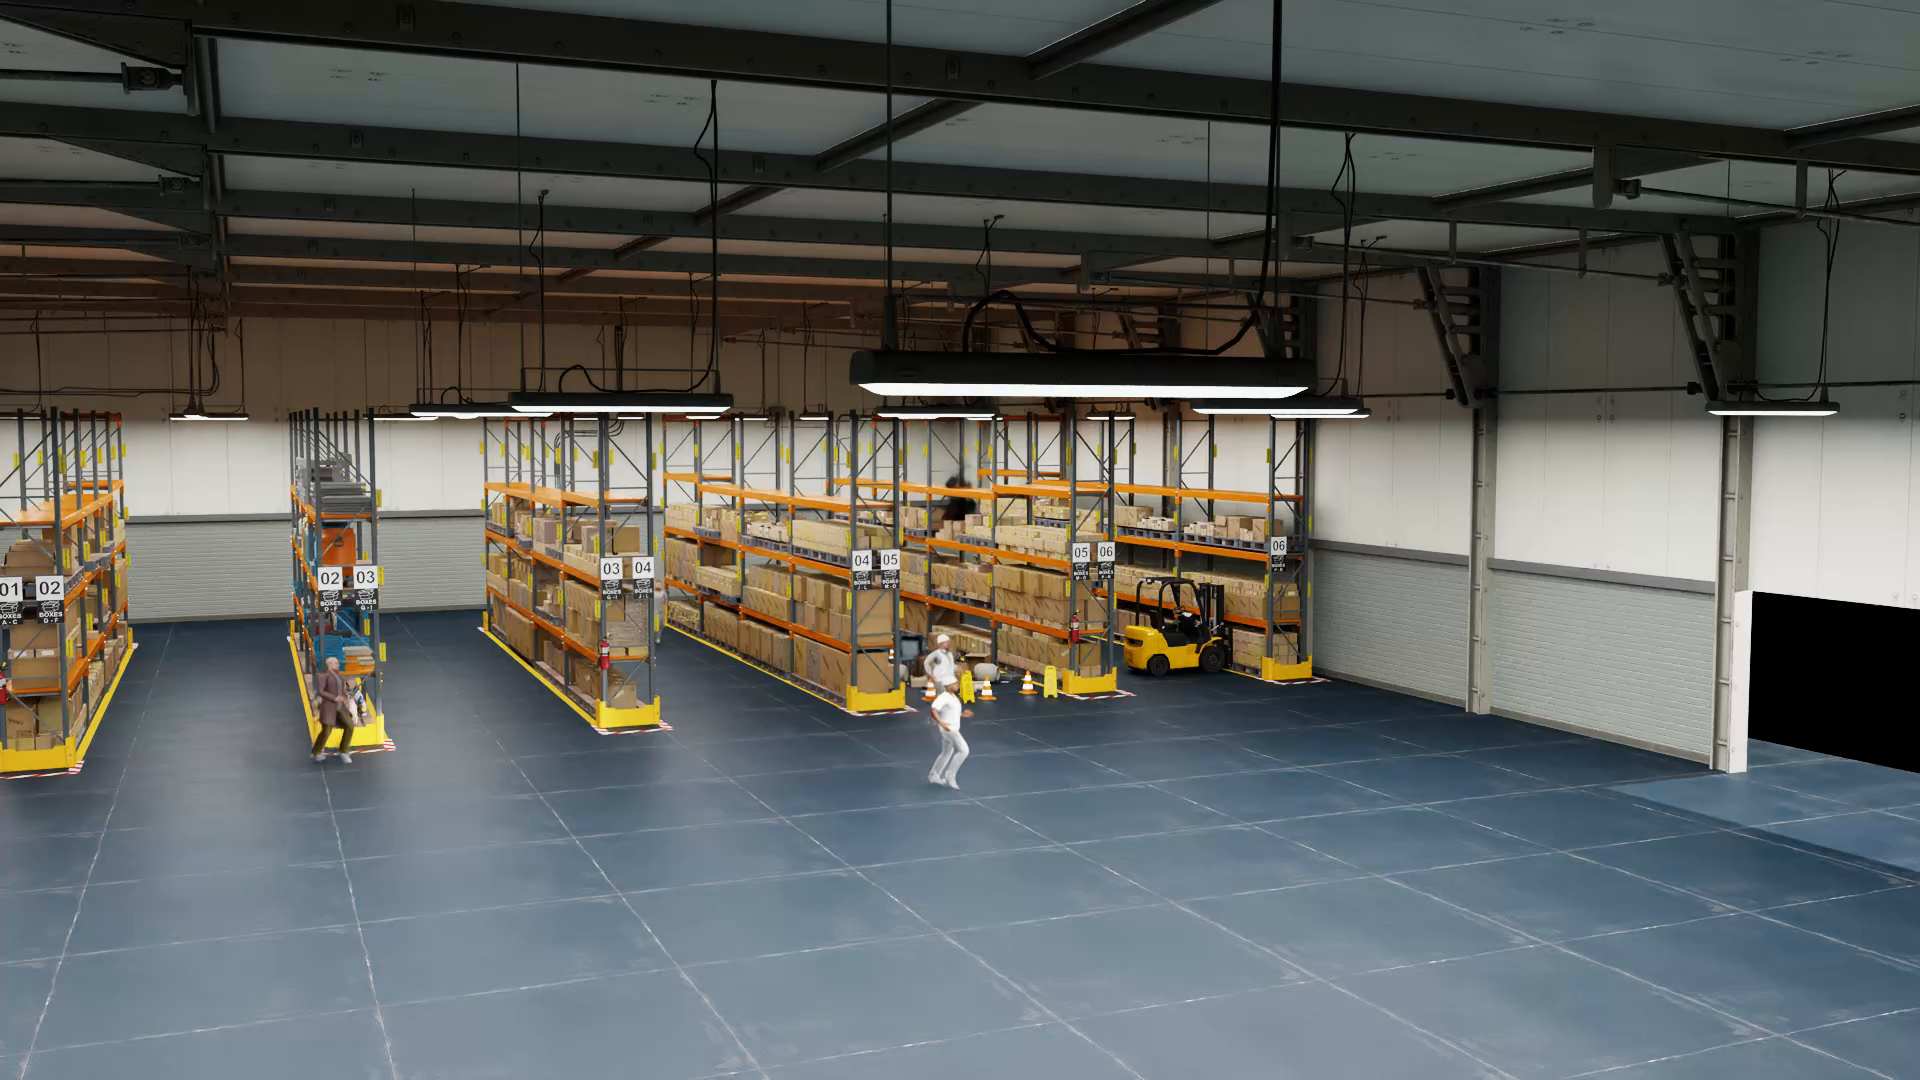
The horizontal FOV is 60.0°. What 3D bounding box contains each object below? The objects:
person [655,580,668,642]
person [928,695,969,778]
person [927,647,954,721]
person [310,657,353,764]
[{"bbox_3d":[-7.853,1.867,43.306,0.548,1.633,0.585,-2,5,-27],"label":"person"},{"bbox_3d":[-0.179,3.089,26.177,0.652,1.373,0.654,0,4,5],"label":"person"},{"bbox_3d":[-0.334,2.711,31.248,0.639,1.442,0.446,2,5,27],"label":"person"},{"bbox_3d":[-10.567,2.870,28.132,0.814,1.758,0.759,2,4,26],"label":"person"}]
